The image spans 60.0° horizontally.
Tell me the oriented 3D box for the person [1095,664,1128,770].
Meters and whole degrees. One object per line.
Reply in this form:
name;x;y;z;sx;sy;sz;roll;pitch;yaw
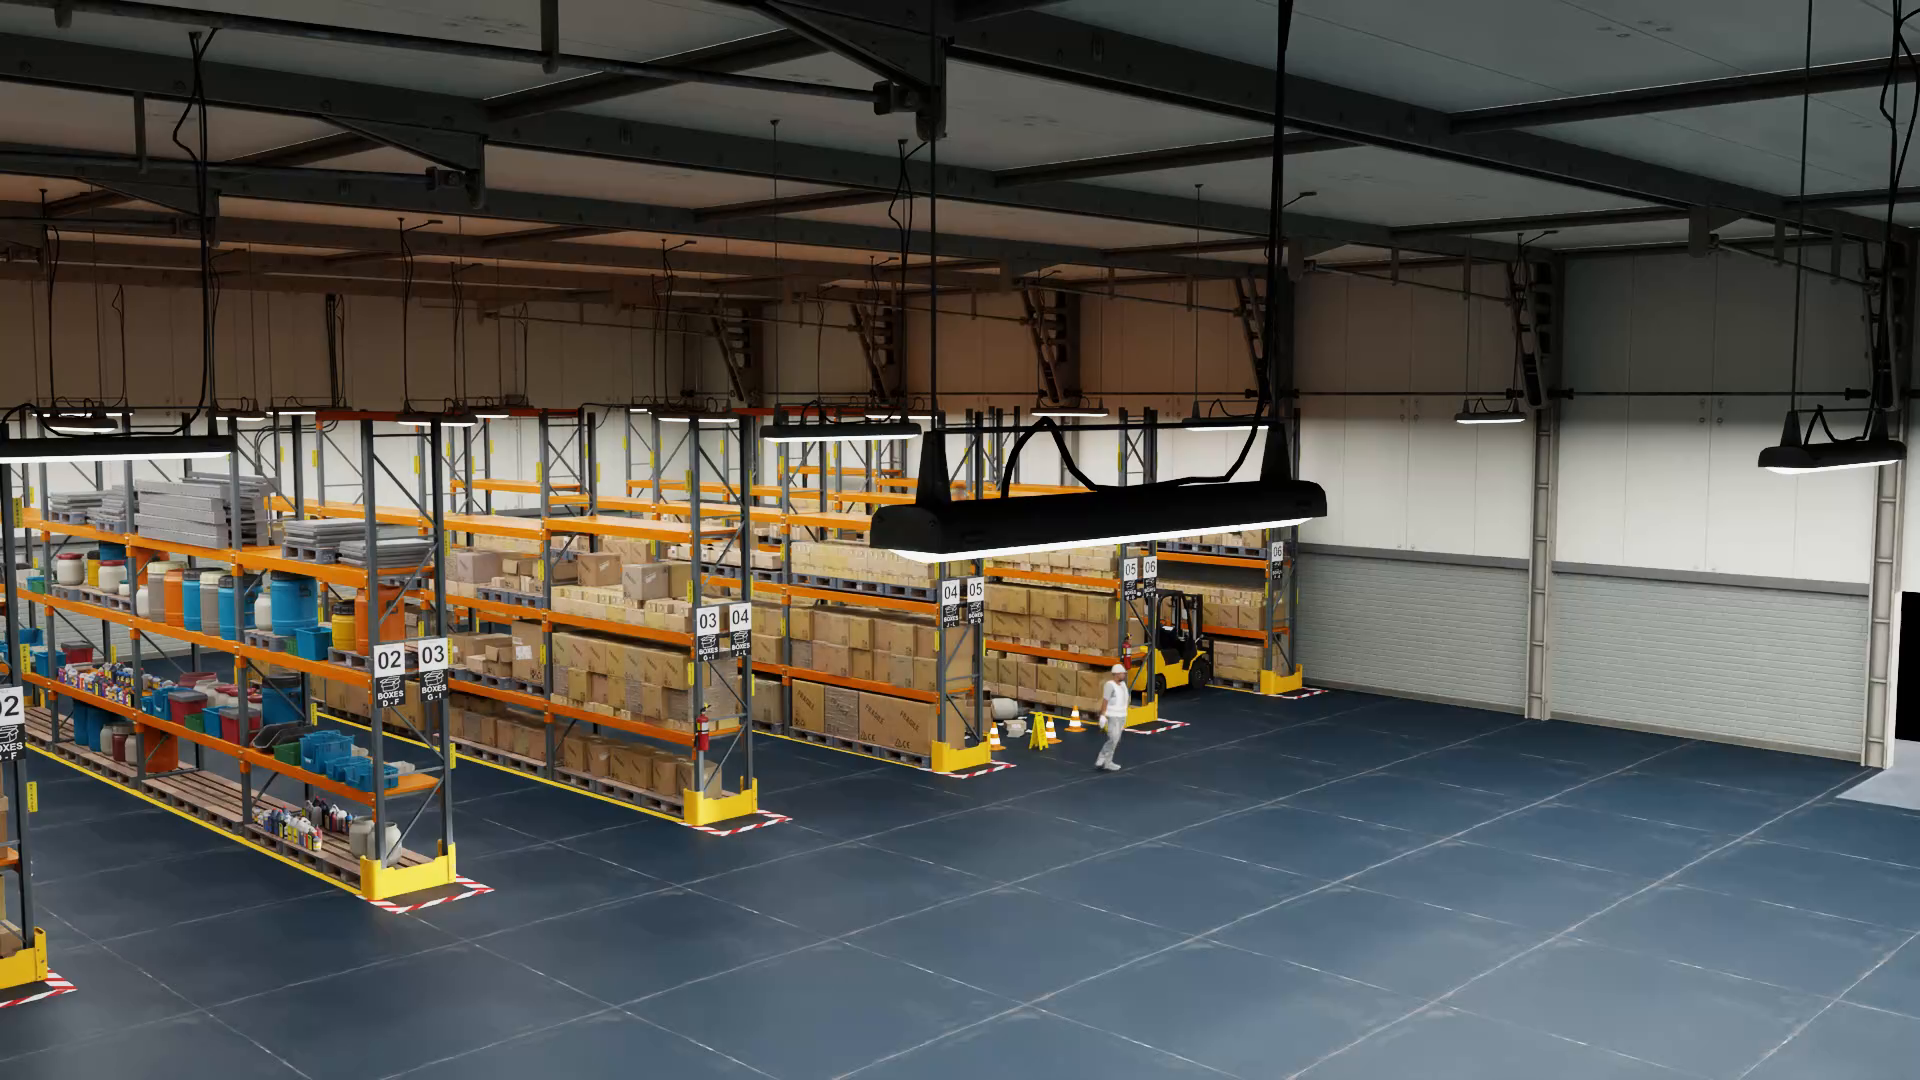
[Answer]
person;2.554;2.969;27.889;0.438;1.774;0.654;4;6;36

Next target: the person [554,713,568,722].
person;-7.445;2.736;31.062;0.678;1.711;0.660;3;6;29
